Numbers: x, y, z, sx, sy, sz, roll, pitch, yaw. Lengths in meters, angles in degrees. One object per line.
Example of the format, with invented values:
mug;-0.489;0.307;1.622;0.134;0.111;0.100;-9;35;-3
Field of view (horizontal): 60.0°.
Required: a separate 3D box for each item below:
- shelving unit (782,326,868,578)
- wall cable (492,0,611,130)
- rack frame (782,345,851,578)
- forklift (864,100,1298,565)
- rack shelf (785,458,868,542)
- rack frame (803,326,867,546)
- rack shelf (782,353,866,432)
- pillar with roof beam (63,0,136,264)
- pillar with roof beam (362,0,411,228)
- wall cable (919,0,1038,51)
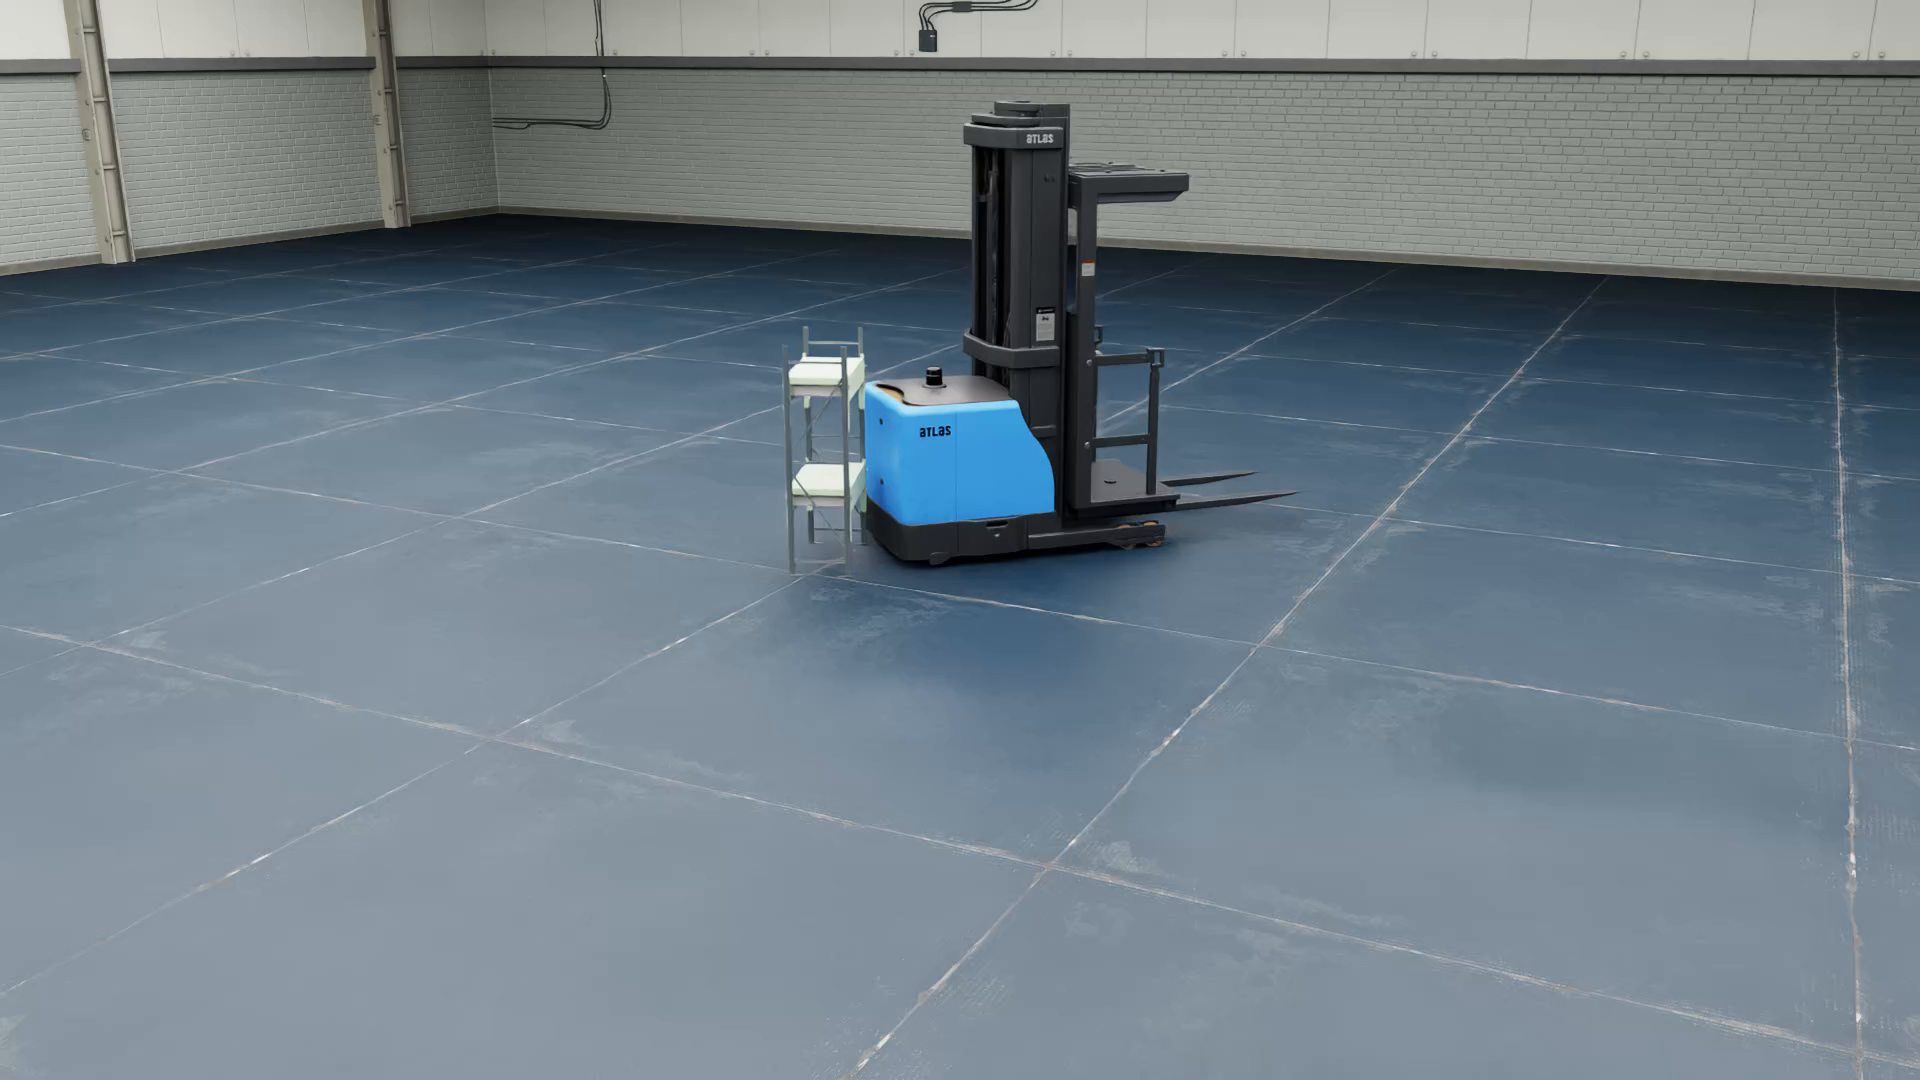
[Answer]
shelving unit;-0.870;-0.585;10.859;0.431;1.500;0.755;1;17;5
wall cable;-8.156;-9.340;32.618;3.097;2.526;0.112;8;18;25
rack frame;-0.901;-0.481;10.509;0.400;1.500;0.023;1;17;5
forklift;0.880;-1.477;11.349;3.031;2.935;1.130;-6;18;-19
rack shelf;-0.870;-0.272;10.952;0.431;0.370;0.720;1;17;5
rack frame;-0.840;-0.689;11.209;0.400;1.500;0.023;1;17;5
rack shelf;-0.870;-0.959;10.748;0.431;0.370;0.720;1;17;5
pillar with roof beam;-9.485;-8.170;23.226;9.100;9.000;0.400;8;18;25
pillar with roof beam;-6.804;-9.698;28.372;9.100;9.000;0.400;8;18;25
wall cable;0.330;-11.247;27.612;2.305;6.003;0.169;8;18;25
